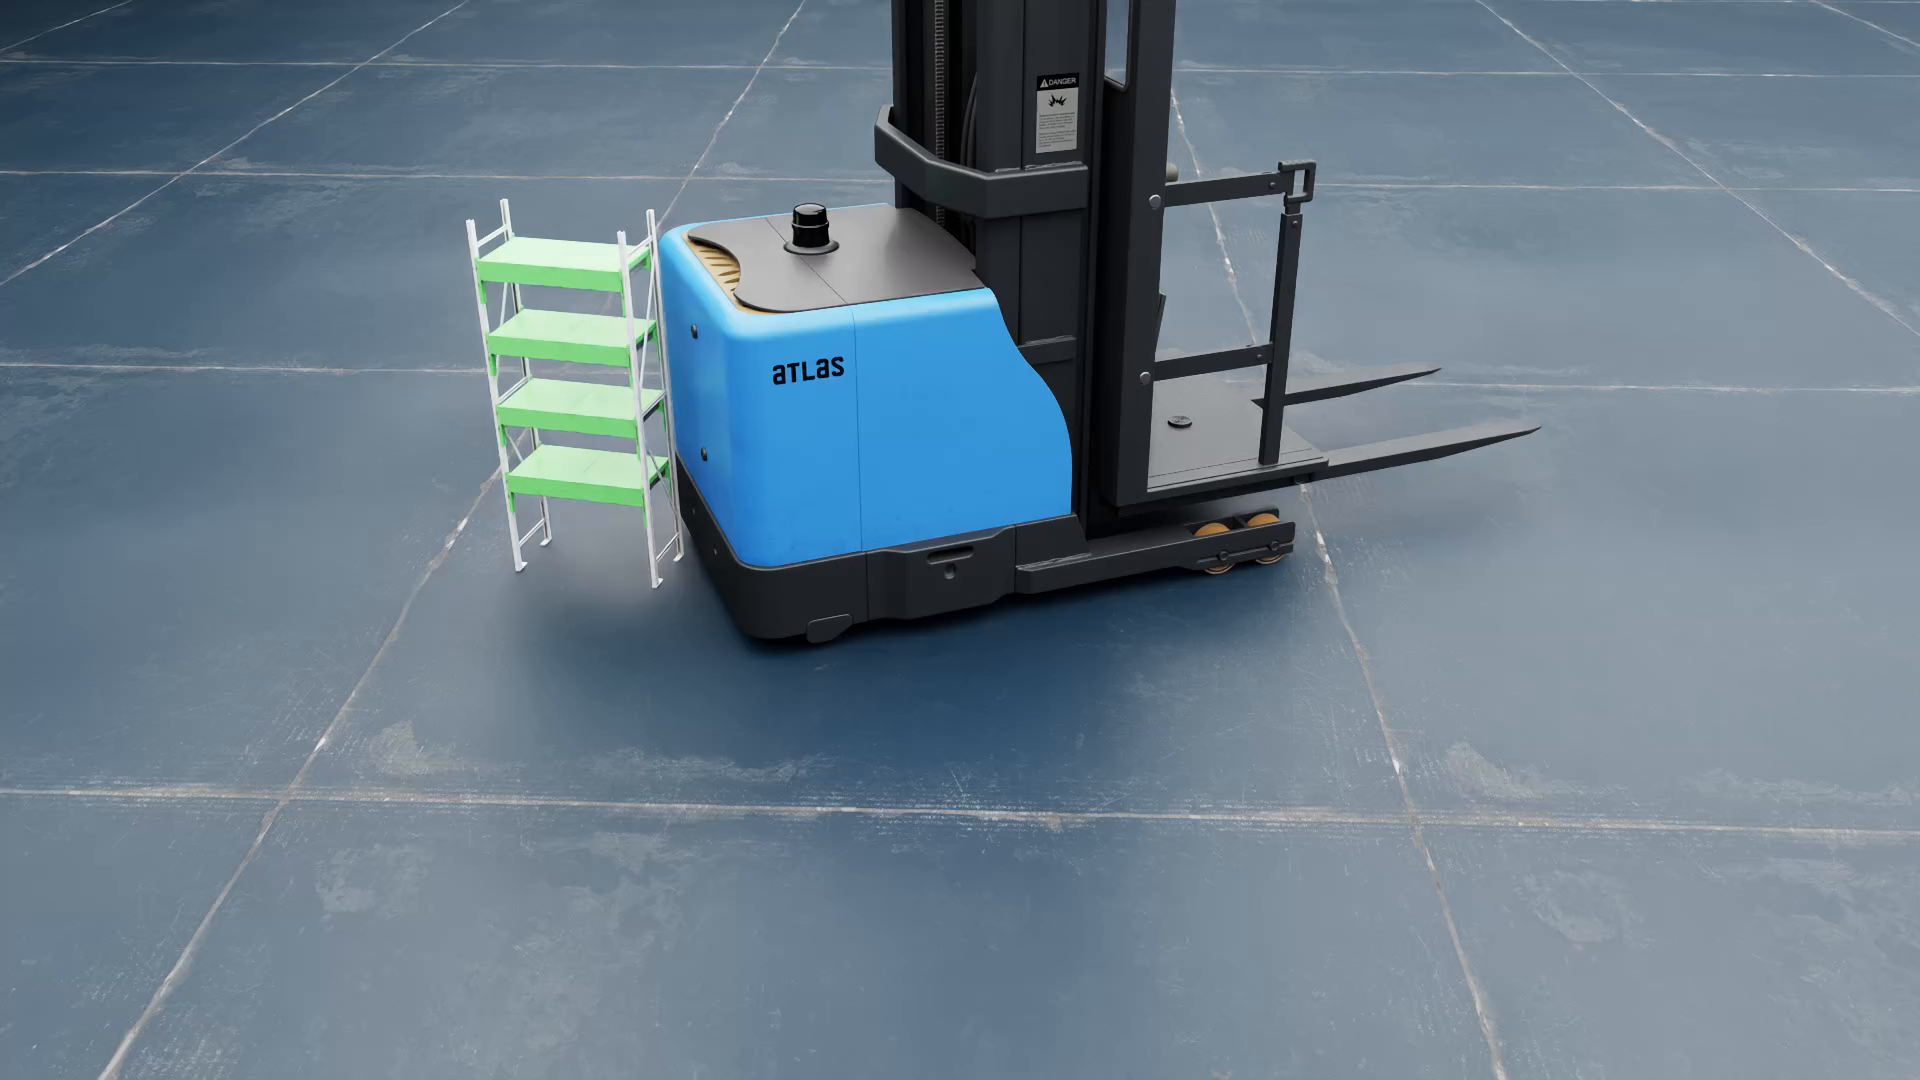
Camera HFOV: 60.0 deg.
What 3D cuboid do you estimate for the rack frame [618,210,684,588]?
[{"bbox_3d":[-0.973,-0.427,5.275,0.015,1.200,0.240,6,29,12],"label":"rack frame"}]

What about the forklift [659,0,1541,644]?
[{"bbox_3d":[0.587,-1.401,5.264,3.031,2.935,1.130,-10,30,-19],"label":"forklift"}]

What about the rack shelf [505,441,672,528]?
[{"bbox_3d":[-1.211,-0.185,5.467,0.480,0.148,0.258,6,29,12],"label":"rack shelf"}]

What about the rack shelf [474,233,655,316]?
[{"bbox_3d":[-1.211,-0.821,5.130,0.480,0.148,0.258,6,29,12],"label":"rack shelf"}]

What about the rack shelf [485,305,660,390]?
[{"bbox_3d":[-1.211,-0.609,5.242,0.480,0.148,0.258,6,29,12],"label":"rack shelf"}]

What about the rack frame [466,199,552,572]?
[{"bbox_3d":[-1.448,-0.480,5.374,0.015,1.200,0.240,6,29,12],"label":"rack frame"}]

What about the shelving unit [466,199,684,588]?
[{"bbox_3d":[-1.211,-0.453,5.324,0.503,1.200,0.258,6,29,12],"label":"shelving unit"}]

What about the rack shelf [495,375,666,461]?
[{"bbox_3d":[-1.211,-0.397,5.354,0.480,0.148,0.258,6,29,12],"label":"rack shelf"}]
